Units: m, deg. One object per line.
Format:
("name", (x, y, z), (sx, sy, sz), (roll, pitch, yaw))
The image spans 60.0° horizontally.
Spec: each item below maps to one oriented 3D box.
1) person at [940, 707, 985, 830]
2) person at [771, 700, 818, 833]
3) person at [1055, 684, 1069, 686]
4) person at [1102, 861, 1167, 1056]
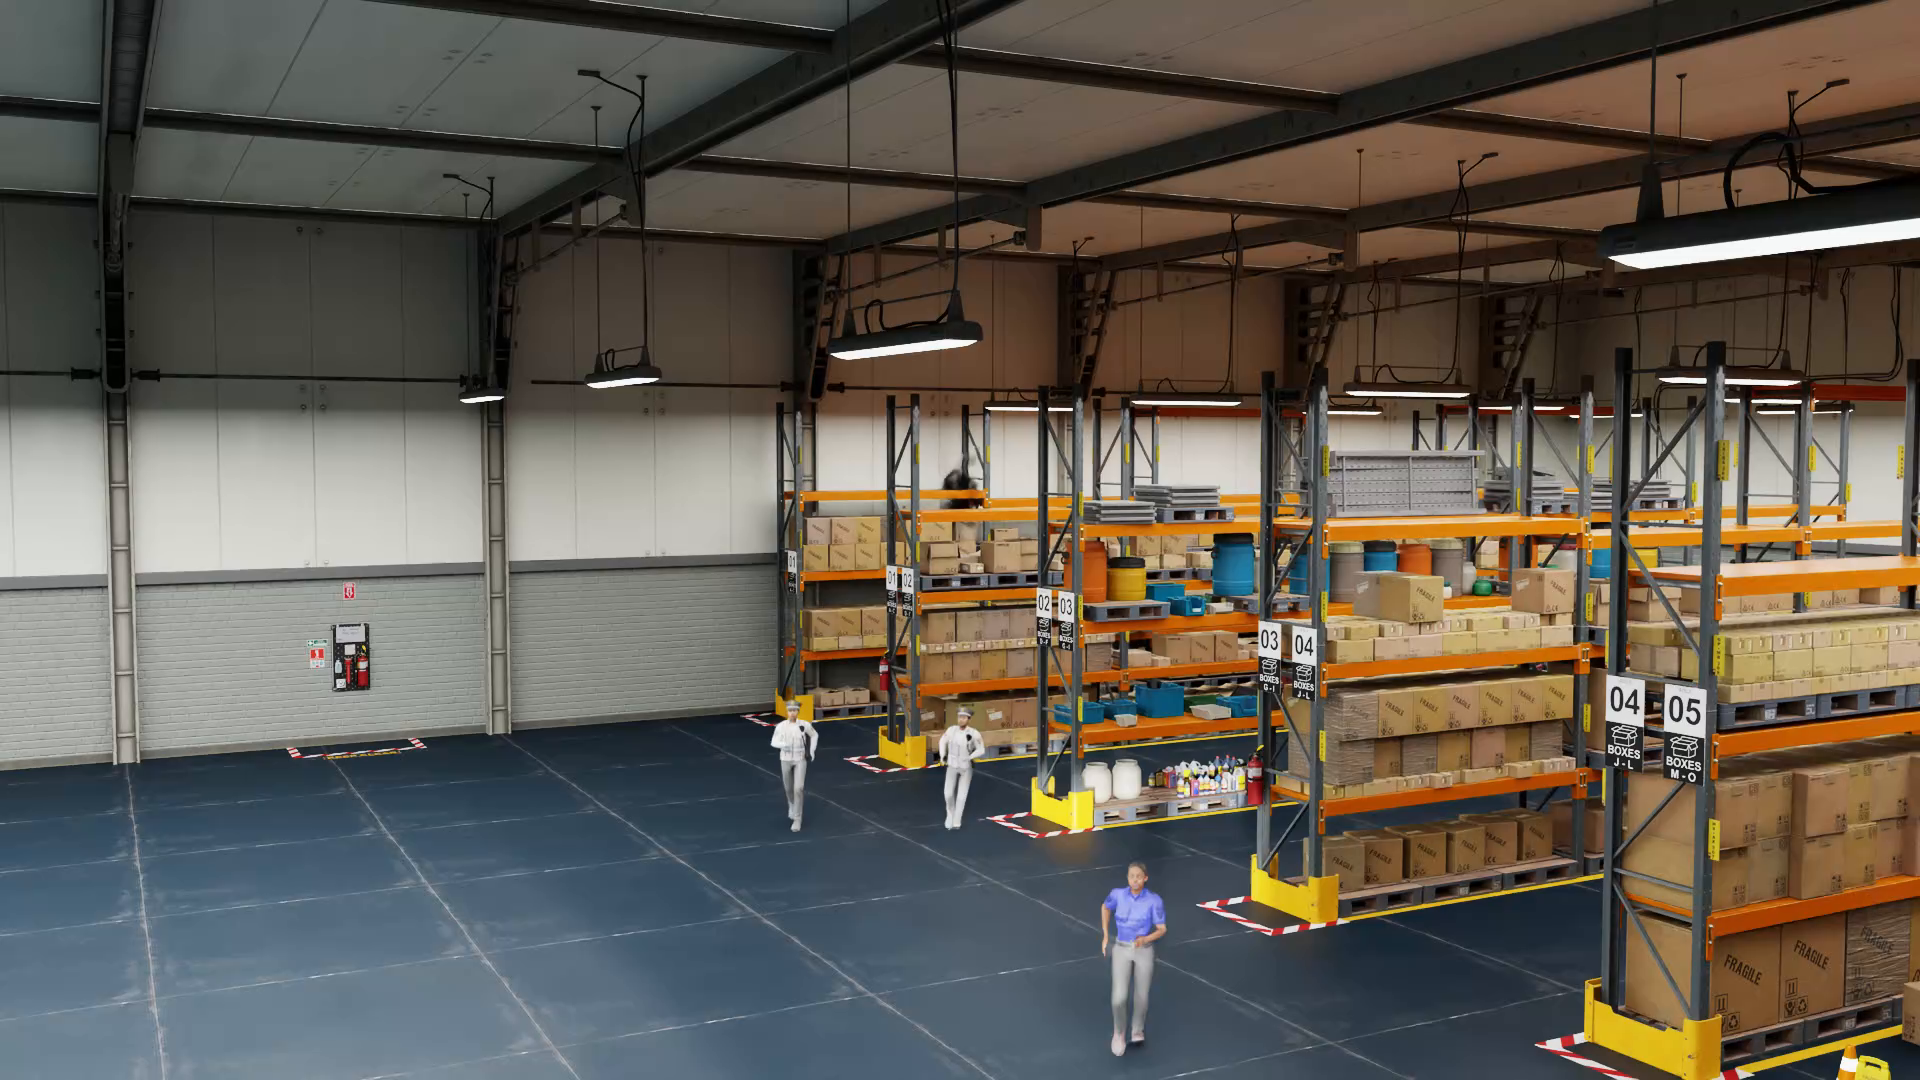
("person", (0.014, 3.064, 22.321), (0.646, 1.679, 0.560), (1, 3, 10))
("person", (-2.254, 3.024, 22.594), (0.595, 1.724, 0.862), (0, 3, 3))
("person", (2.053, 2.576, 30.721), (0.711, 1.726, 0.735), (-2, 4, -31))
("person", (1.469, 3.553, 14.108), (0.568, 1.648, 0.741), (1, 3, 9))
